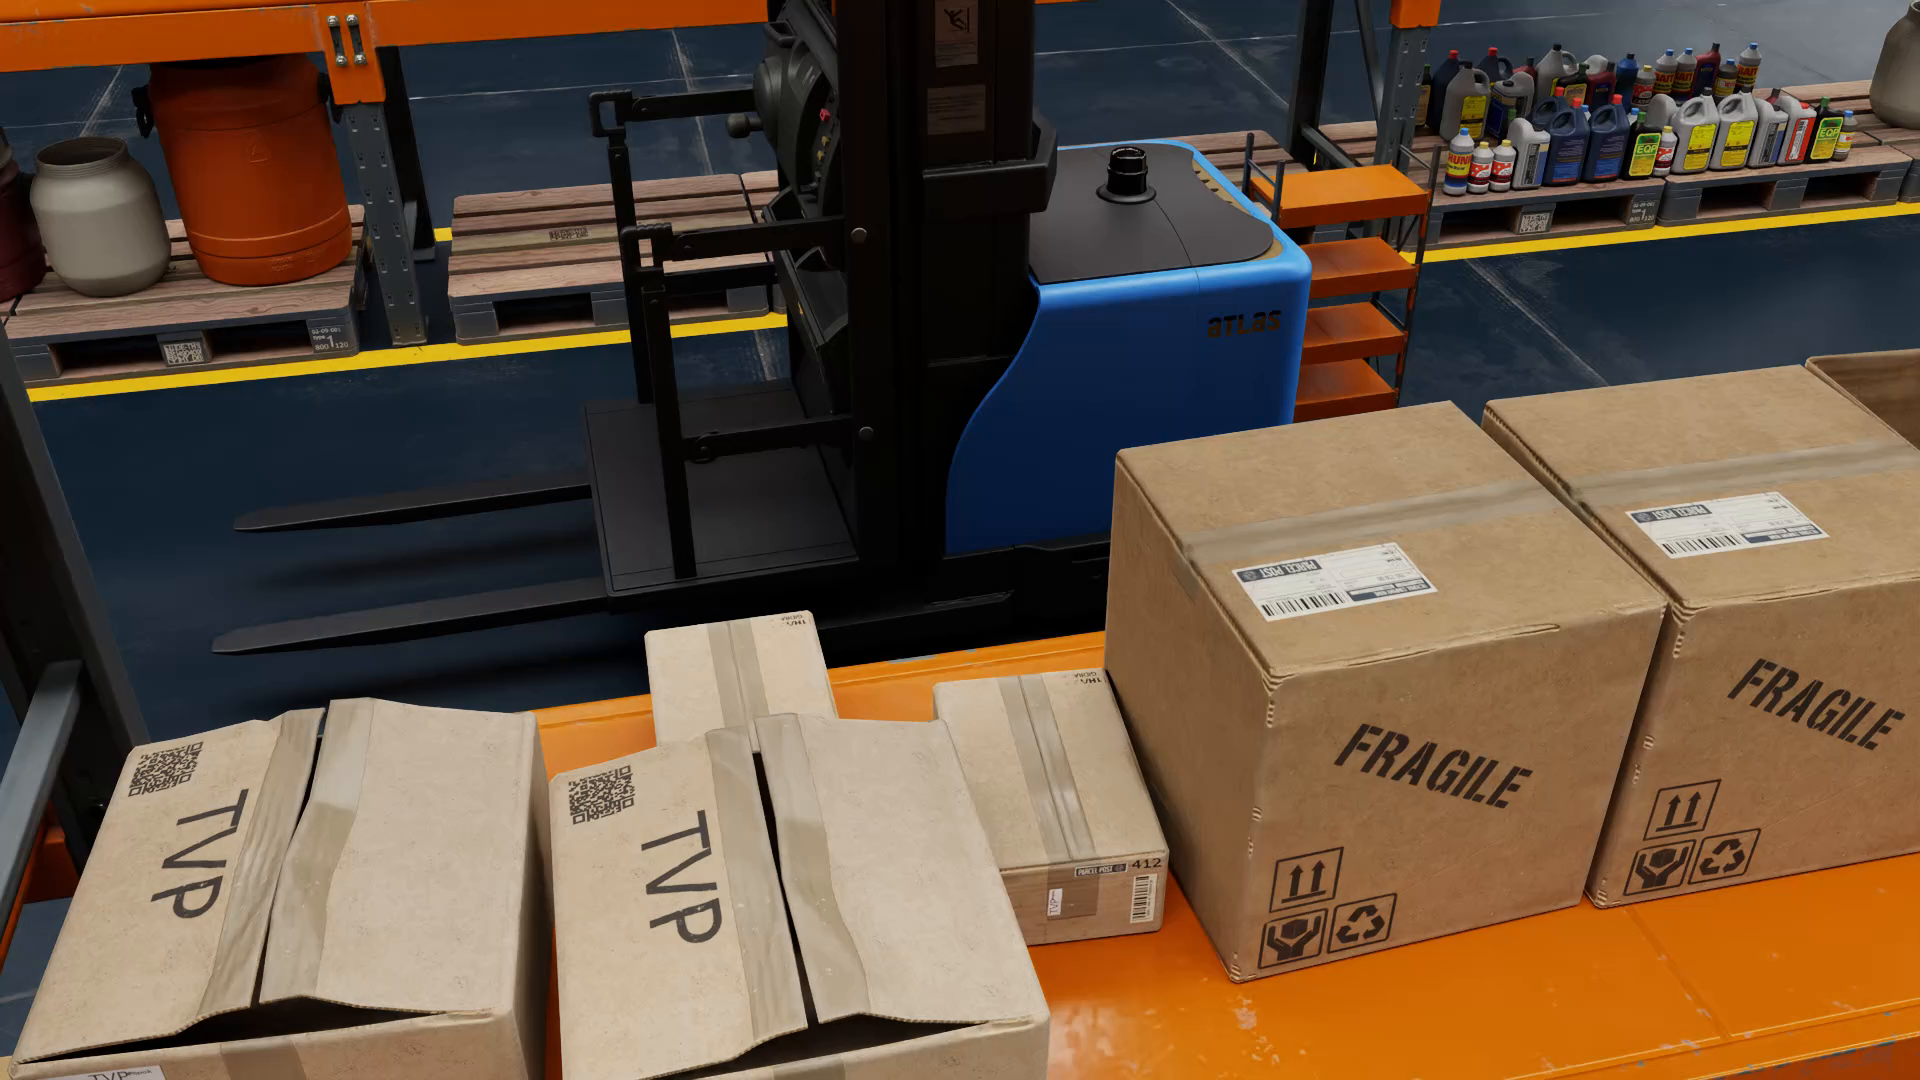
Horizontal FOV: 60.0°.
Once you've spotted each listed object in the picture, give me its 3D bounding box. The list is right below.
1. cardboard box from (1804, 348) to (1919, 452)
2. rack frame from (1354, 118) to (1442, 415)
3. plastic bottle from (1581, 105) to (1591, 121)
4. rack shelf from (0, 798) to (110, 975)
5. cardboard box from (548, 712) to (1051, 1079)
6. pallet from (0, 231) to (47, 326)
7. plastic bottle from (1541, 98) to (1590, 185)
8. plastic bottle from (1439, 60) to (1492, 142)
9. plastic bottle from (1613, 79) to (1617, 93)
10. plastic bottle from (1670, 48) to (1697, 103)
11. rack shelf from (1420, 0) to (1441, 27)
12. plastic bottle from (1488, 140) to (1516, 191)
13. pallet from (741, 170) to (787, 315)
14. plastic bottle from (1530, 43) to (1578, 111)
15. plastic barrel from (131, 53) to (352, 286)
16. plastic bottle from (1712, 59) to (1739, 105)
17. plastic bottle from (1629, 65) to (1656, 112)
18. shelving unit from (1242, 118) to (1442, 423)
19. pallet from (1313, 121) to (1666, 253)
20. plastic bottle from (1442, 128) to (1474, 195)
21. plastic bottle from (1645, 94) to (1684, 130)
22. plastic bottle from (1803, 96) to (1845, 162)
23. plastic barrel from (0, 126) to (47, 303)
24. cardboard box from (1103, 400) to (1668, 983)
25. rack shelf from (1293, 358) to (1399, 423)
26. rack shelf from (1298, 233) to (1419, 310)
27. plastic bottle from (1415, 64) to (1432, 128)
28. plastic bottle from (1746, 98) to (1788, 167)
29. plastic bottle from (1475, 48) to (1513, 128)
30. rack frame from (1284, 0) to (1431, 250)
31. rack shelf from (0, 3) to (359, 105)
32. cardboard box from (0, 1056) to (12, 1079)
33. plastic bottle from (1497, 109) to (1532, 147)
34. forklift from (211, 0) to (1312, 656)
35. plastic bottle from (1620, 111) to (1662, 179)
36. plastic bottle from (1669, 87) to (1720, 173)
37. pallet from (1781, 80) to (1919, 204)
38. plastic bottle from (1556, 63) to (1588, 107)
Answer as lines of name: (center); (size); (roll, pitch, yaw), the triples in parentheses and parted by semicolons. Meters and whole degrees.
cardboard box: (1.515, 0.055, 2.387); (0.500, 0.500, 0.500); (-5, 34, -7)
rack frame: (1.352, -0.702, 5.219); (0.015, 1.200, 0.240); (-8, 35, -12)
plastic bottle: (2.686, -1.754, 7.225); (0.097, 0.271, 0.097); (0, 34, 0)
rack shelf: (-3.070, 0.982, 1.740); (4.000, 0.370, 1.077); (-7, 35, -11)
cardboard box: (-0.205, 0.470, 1.938); (0.500, 0.311, 0.500); (-8, 35, -11)
pallet: (-4.156, -0.830, 6.297); (1.213, 0.211, 1.003); (-7, 35, -11)
plastic bottle: (2.571, -1.703, 7.079); (0.185, 0.351, 0.144); (-6, 34, -9)
plastic bottle: (2.289, -1.987, 7.501); (0.185, 0.351, 0.144); (-7, 35, -11)
plastic bottle: (3.028, -2.114, 7.824); (0.097, 0.201, 0.097); (0, 34, 0)
plastic bottle: (3.423, -2.193, 7.879); (0.097, 0.271, 0.097); (0, 34, 0)
rack shelf: (3.643, -2.694, 7.218); (4.000, 0.370, 1.077); (-7, 35, -11)
plastic bottle: (2.298, -1.593, 7.049); (0.097, 0.201, 0.097); (0, 34, 0)
pallet: (-0.257, -1.319, 7.027); (1.213, 0.211, 1.003); (-7, 35, -11)
plastic bottle: (2.759, -2.129, 7.712); (0.185, 0.351, 0.144); (-7, 35, -11)
plastic barrel: (-2.682, -1.459, 6.303); (0.708, 0.830, 0.600); (-7, 35, -11)
plastic bottle: (3.656, -2.193, 7.942); (0.097, 0.201, 0.097); (0, 34, 0)
plastic bottle: (3.228, -2.139, 7.862); (0.097, 0.201, 0.097); (0, 34, 0)
shelving unit: (1.116, -0.667, 5.168); (0.503, 1.200, 0.258); (-8, 35, -12)
pallet: (2.357, -1.649, 7.517); (1.213, 0.211, 1.003); (-7, 35, -11)
plastic bottle: (2.100, -1.597, 6.992); (0.097, 0.271, 0.097); (0, 34, 0)
plastic bottle: (3.113, -1.825, 7.327); (0.135, 0.276, 0.152); (-7, 35, -11)
plastic bottle: (3.790, -1.805, 7.291); (0.133, 0.283, 0.061); (-6, 34, -9)
plastic barrel: (-3.784, -1.220, 6.163); (0.708, 0.588, 0.600); (-7, 35, -11)
cardboard box: (0.513, 0.181, 2.199); (0.500, 0.500, 0.500); (-9, 35, -13)
rack shelf: (1.116, -0.447, 5.316); (0.480, 0.148, 0.258); (-8, 35, -12)
rack shelf: (1.116, -0.797, 5.081); (0.480, 0.148, 0.258); (-8, 35, -12)
plastic bottle: (2.089, -2.040, 7.641); (0.133, 0.283, 0.061); (-6, 34, -8)
plastic bottle: (3.512, -1.793, 7.279); (0.135, 0.276, 0.152); (-8, 35, -12)
plastic bottle: (2.444, -2.089, 7.653); (0.185, 0.351, 0.144); (-9, 35, -13)
rack frame: (1.693, -2.747, 6.651); (0.127, 3.000, 1.000); (-7, 35, -11)
rack shelf: (-4.160, -1.710, 5.753); (4.000, 0.370, 1.077); (-7, 35, -11)
cardboard box: (-1.627, 1.193, 2.628); (0.500, 0.500, 0.500); (-6, 34, -9)
plastic bottle: (2.385, -1.715, 7.156); (0.133, 0.283, 0.061); (-7, 35, -11)
forklift: (-0.606, -1.128, 4.301); (3.031, 2.935, 1.130); (-8, 35, -12)
plastic bottle: (2.926, -1.696, 7.128); (0.133, 0.283, 0.061); (-6, 34, -8)
plastic bottle: (3.170, -1.779, 7.191); (0.185, 0.351, 0.144); (-7, 35, -11)
pallet: (4.737, -1.949, 7.964); (1.213, 0.211, 1.003); (-7, 35, -11)
plastic bottle: (2.807, -2.048, 7.653); (0.133, 0.283, 0.061); (-7, 35, -11)
